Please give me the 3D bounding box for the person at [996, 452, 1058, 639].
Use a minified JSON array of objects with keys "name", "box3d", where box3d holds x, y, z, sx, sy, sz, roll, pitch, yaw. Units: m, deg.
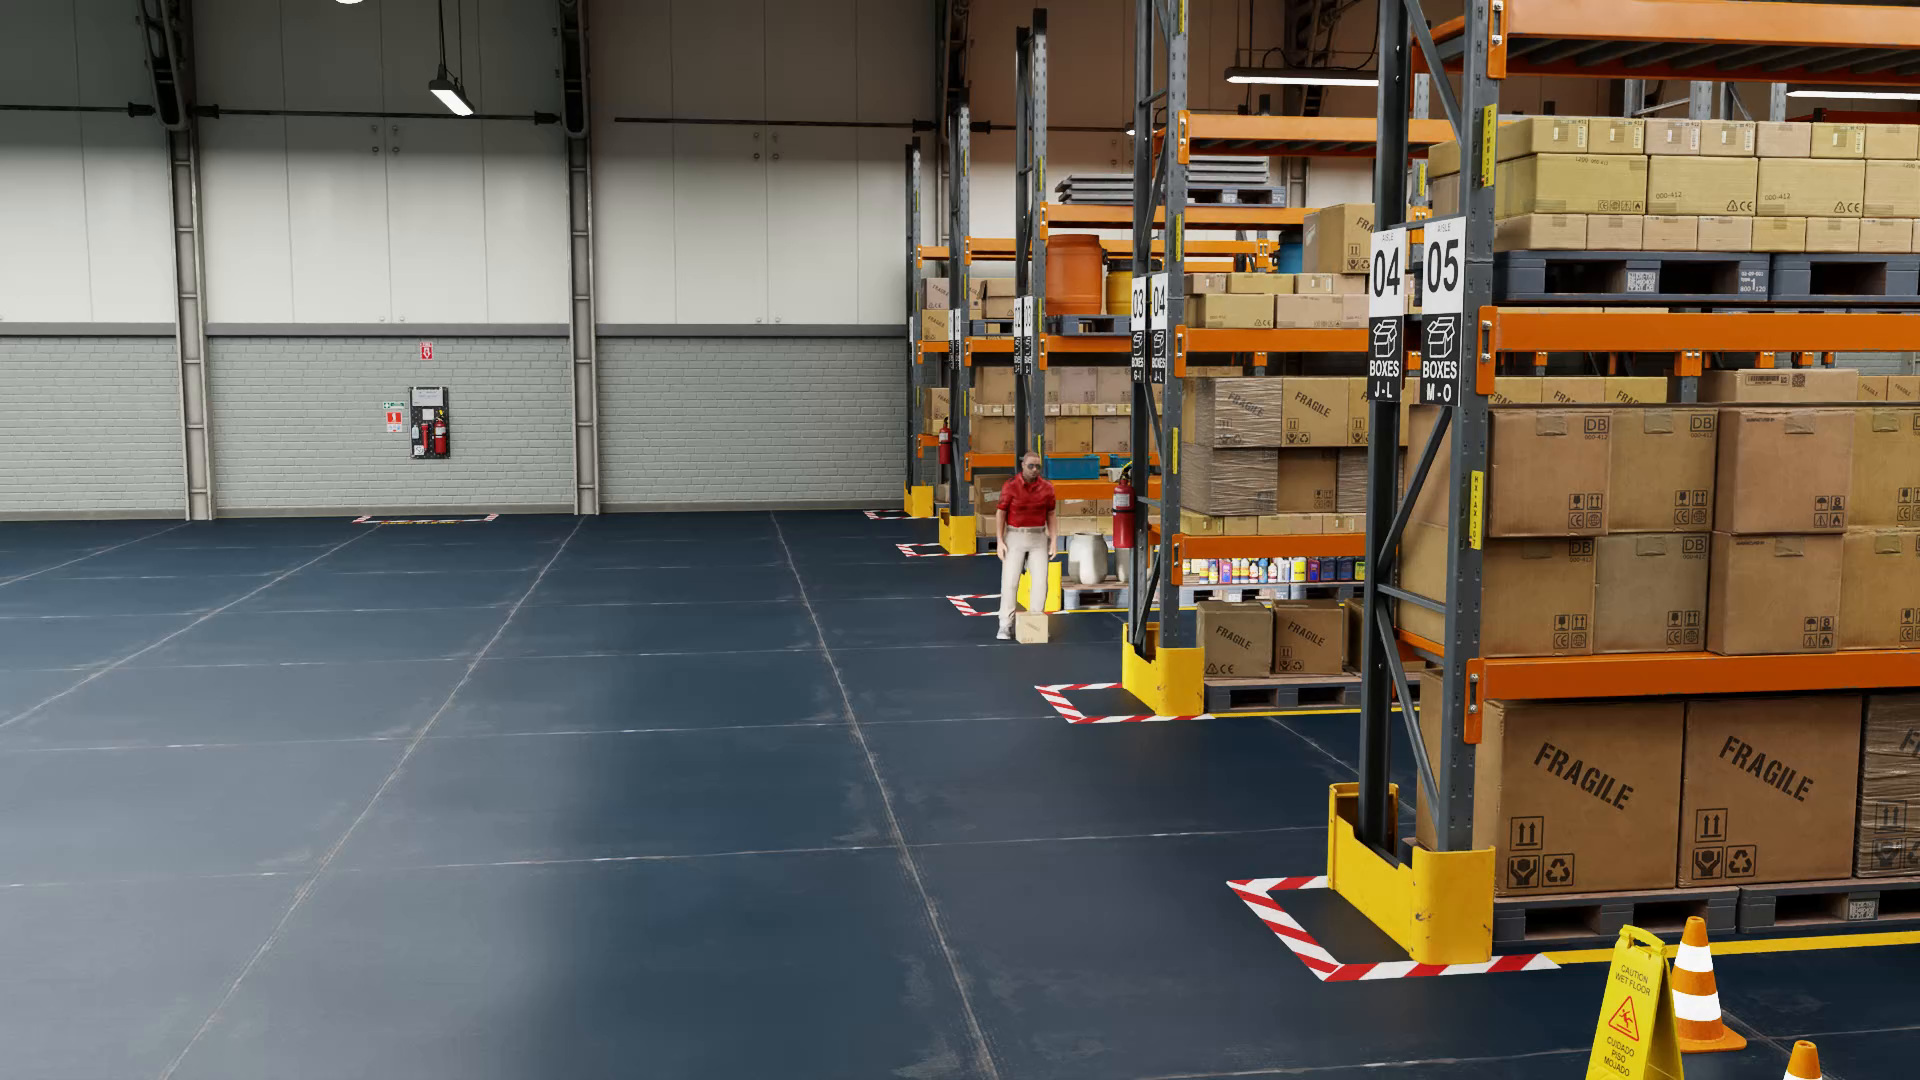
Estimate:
[{"name":"person","box3d":[0.618,0.040,15.419,0.605,1.726,0.401,-1,7,-12]}]
